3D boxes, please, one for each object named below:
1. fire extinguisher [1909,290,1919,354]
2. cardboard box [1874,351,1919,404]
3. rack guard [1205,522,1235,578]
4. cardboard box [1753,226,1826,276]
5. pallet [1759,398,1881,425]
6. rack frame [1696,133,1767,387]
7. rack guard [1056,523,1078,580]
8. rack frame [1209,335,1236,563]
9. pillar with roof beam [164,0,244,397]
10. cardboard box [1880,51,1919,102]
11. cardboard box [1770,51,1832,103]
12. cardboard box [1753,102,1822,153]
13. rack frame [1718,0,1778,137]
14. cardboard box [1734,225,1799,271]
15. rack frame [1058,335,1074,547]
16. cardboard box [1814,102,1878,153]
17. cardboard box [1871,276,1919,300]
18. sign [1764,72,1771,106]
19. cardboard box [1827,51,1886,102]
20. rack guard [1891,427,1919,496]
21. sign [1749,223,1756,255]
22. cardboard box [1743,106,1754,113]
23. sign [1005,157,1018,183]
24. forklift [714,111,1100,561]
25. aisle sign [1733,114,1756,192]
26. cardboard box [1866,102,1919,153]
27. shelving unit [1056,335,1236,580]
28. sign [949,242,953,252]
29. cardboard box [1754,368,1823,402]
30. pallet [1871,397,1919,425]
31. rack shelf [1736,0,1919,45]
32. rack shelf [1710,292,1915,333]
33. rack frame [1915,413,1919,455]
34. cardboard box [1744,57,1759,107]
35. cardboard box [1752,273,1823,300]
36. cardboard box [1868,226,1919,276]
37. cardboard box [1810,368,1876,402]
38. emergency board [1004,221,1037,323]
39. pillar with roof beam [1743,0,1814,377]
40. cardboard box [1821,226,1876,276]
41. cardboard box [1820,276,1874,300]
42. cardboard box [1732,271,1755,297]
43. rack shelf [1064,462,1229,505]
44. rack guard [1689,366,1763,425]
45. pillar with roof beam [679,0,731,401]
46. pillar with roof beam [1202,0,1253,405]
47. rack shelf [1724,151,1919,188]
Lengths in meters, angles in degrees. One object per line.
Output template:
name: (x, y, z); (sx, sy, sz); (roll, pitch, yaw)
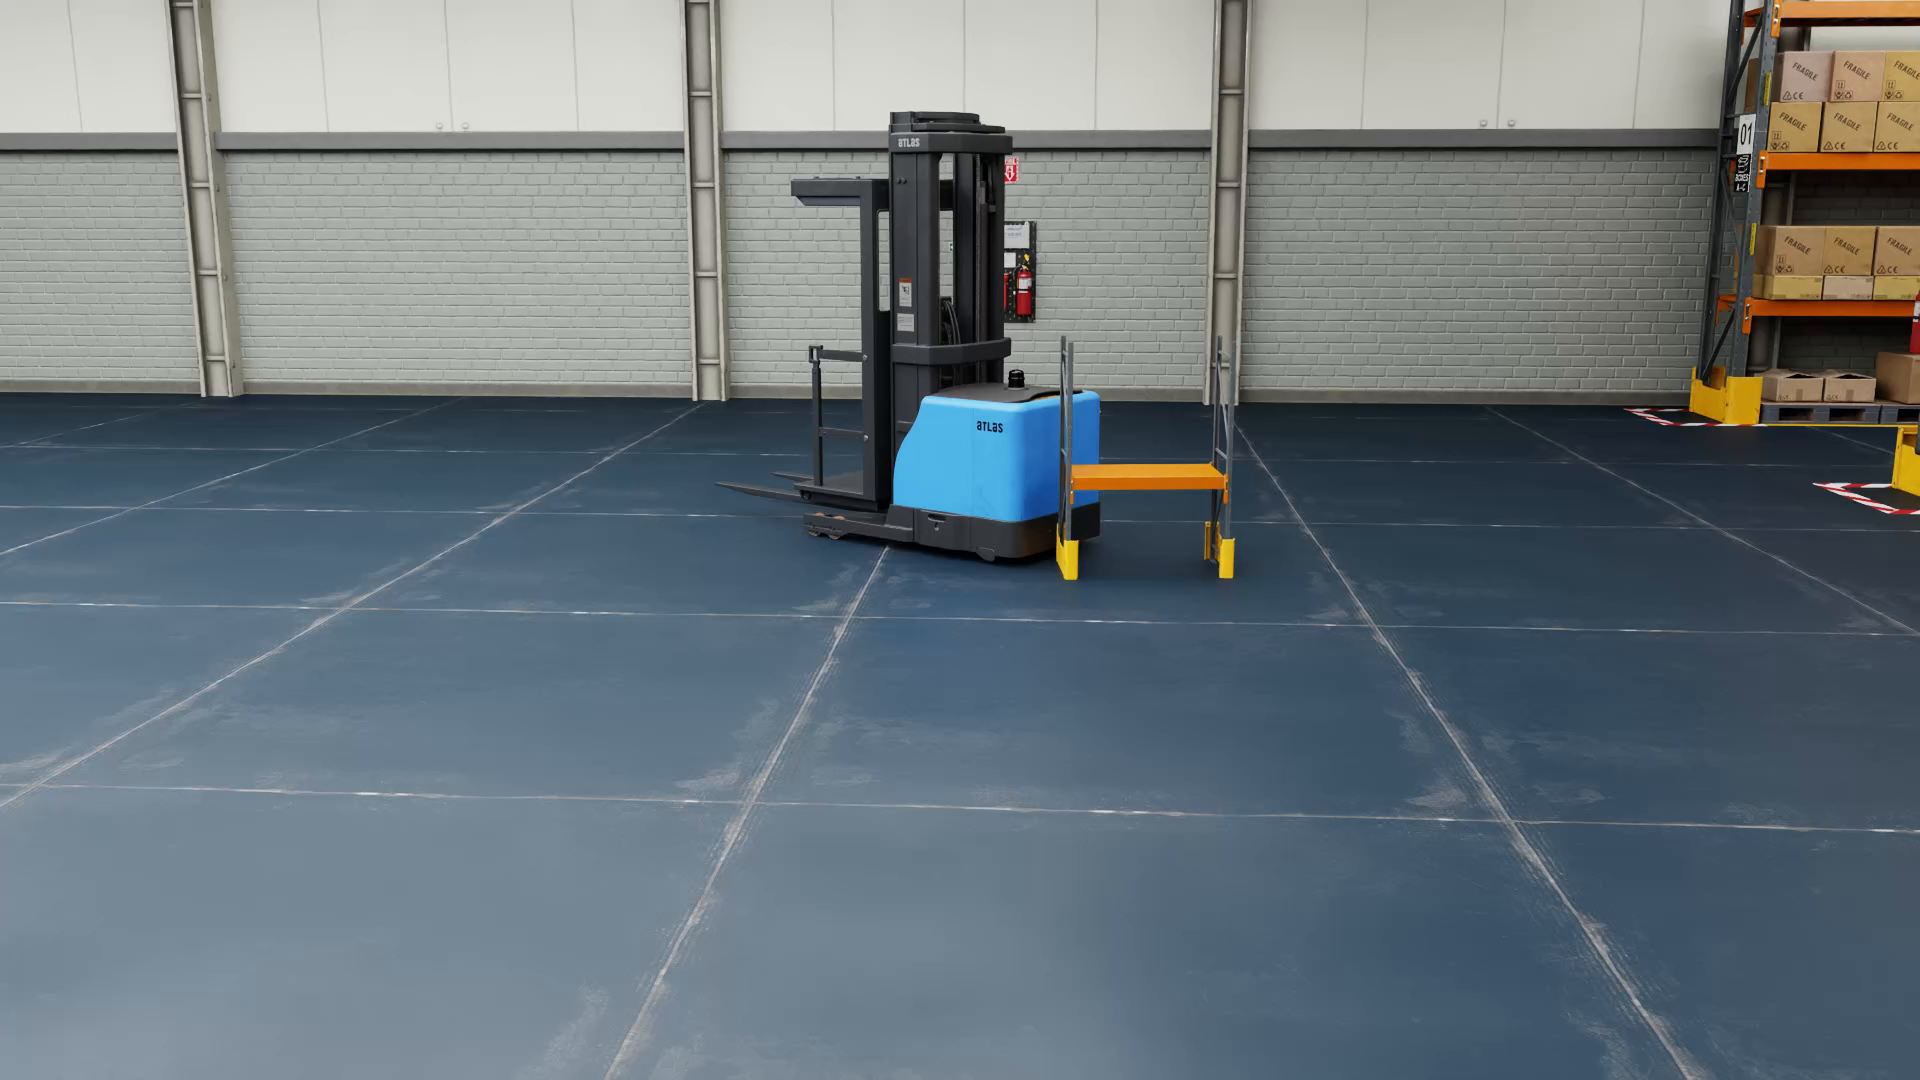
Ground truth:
fire extinguisher: (7.853, -1.859, 13.517); (0.183, 0.674, 0.296); (1, 12, 4)
cardboard box: (10.249, -1.748, 17.829); (0.500, 0.500, 0.700); (0, 12, 0)
rack guard: (1.693, 0.062, 10.862); (0.087, 0.250, 0.587); (0, 12, -2)
cardboard box: (8.723, -3.048, 17.497); (0.500, 0.500, 0.500); (1, 12, 4)
pallet: (9.151, -1.428, 18.078); (1.213, 0.211, 1.003); (1, 12, 4)
rack frame: (8.267, -2.812, 17.886); (0.127, 3.000, 1.000); (1, 12, 4)
rack guard: (0.698, 0.070, 10.824); (0.087, 0.250, 0.587); (0, 12, -2)
rack frame: (1.694, -0.550, 10.734); (0.032, 1.500, 0.500); (0, 12, -2)
pillar with roof beam: (-9.224, -5.283, 15.043); (0.400, 9.000, 9.100); (1, 12, 4)
cardboard box: (9.644, -4.752, 17.097); (0.500, 0.500, 0.500); (1, 12, 5)
cardboard box: (8.635, -4.774, 17.201); (0.500, 0.500, 0.500); (0, 12, 0)
cardboard box: (8.584, -4.283, 17.300); (0.500, 0.500, 0.500); (1, 12, 5)
rack frame: (8.267, -5.749, 17.271); (0.127, 3.000, 1.000); (1, 12, 4)
cardboard box: (8.751, -3.153, 17.999); (0.500, 0.500, 0.500); (1, 12, 3)
rack frame: (0.678, -0.542, 10.695); (0.032, 1.500, 0.500); (0, 12, -2)
cardboard box: (9.117, -4.269, 17.230); (0.500, 0.500, 0.500); (2, 12, 8)
cardboard box: (9.759, -2.665, 17.498); (0.500, 0.250, 0.500); (1, 12, 3)
sign: (8.231, -4.597, 16.959); (0.005, 0.325, 0.100); (1, 12, 4)
cardboard box: (9.132, -4.756, 17.119); (0.500, 0.500, 0.500); (1, 12, 3)
rack guard: (7.916, -0.577, 13.305); (0.348, 0.500, 1.175); (1, 12, 4)
sign: (8.231, -3.125, 17.267); (0.005, 0.325, 0.100); (1, 12, 4)
cardboard box: (8.700, -4.385, 17.786); (0.500, 0.500, 0.500); (2, 12, 8)
sign: (0.572, -4.258, 19.136); (0.199, 0.298, 0.001); (1, 12, 4)
forklift: (-0.494, -1.515, 11.851); (3.031, 2.935, 1.130); (9, 15, 37)
aisle sign: (8.175, -4.024, 17.331); (0.004, 0.787, 0.394); (1, 12, 4)
cardboard box: (9.636, -4.262, 17.200); (0.500, 0.500, 0.500); (1, 12, 6)
shelving unit: (1.195, -0.546, 10.715); (1.083, 1.500, 0.587); (0, 12, -2)
sign: (0.032, -3.407, 19.346); (0.331, 0.109, 0.001); (1, 12, 4)
cardboard box: (8.951, -1.684, 17.983); (0.500, 0.311, 0.500); (-1, 12, -3)
pallet: (10.365, -1.411, 17.996); (1.213, 0.211, 1.003); (1, 12, 4)
rack shelf: (10.262, -5.367, 17.214); (4.000, 0.370, 1.077); (1, 12, 4)
rack shelf: (10.262, -2.433, 17.828); (4.000, 0.370, 1.077); (1, 12, 4)
rack frame: (7.939, -1.800, 13.047); (0.127, 3.000, 1.000); (1, 12, 4)
cardboard box: (8.714, -4.876, 17.691); (0.500, 0.500, 0.500); (1, 12, 6)
cardboard box: (8.732, -2.677, 17.557); (0.500, 0.250, 0.500); (0, 12, 2)
cardboard box: (9.731, -3.030, 17.415); (0.500, 0.500, 0.500); (0, 12, 2)
cardboard box: (9.520, -1.676, 17.945); (0.500, 0.311, 0.500); (2, 12, 8)
emergency board: (0.573, -3.103, 19.276); (0.643, 1.169, 0.194); (1, 12, 4)
pillar with roof beam: (8.735, -5.036, 13.866); (0.400, 9.000, 9.100); (1, 12, 4)
cardboard box: (9.216, -3.039, 17.455); (0.500, 0.500, 0.500); (1, 12, 4)
cardboard box: (9.252, -2.673, 17.537); (0.500, 0.250, 0.500); (0, 12, 2)
cardboard box: (8.746, -2.782, 18.058); (0.500, 0.250, 0.500); (1, 12, 5)
rack shelf: (1.186, -0.370, 10.751); (1.000, 0.185, 0.538); (0, 12, -2)
rack guard: (8.343, -1.588, 18.136); (0.348, 0.500, 1.175); (1, 12, 4)
pillar with roof beam: (-3.238, -5.200, 14.651); (0.400, 9.000, 9.100); (1, 12, 4)
pillar with roof beam: (2.749, -5.118, 14.258); (0.400, 9.000, 9.100); (1, 12, 4)
rack shelf: (10.262, -3.901, 17.521); (4.000, 0.370, 1.077); (1, 12, 4)
